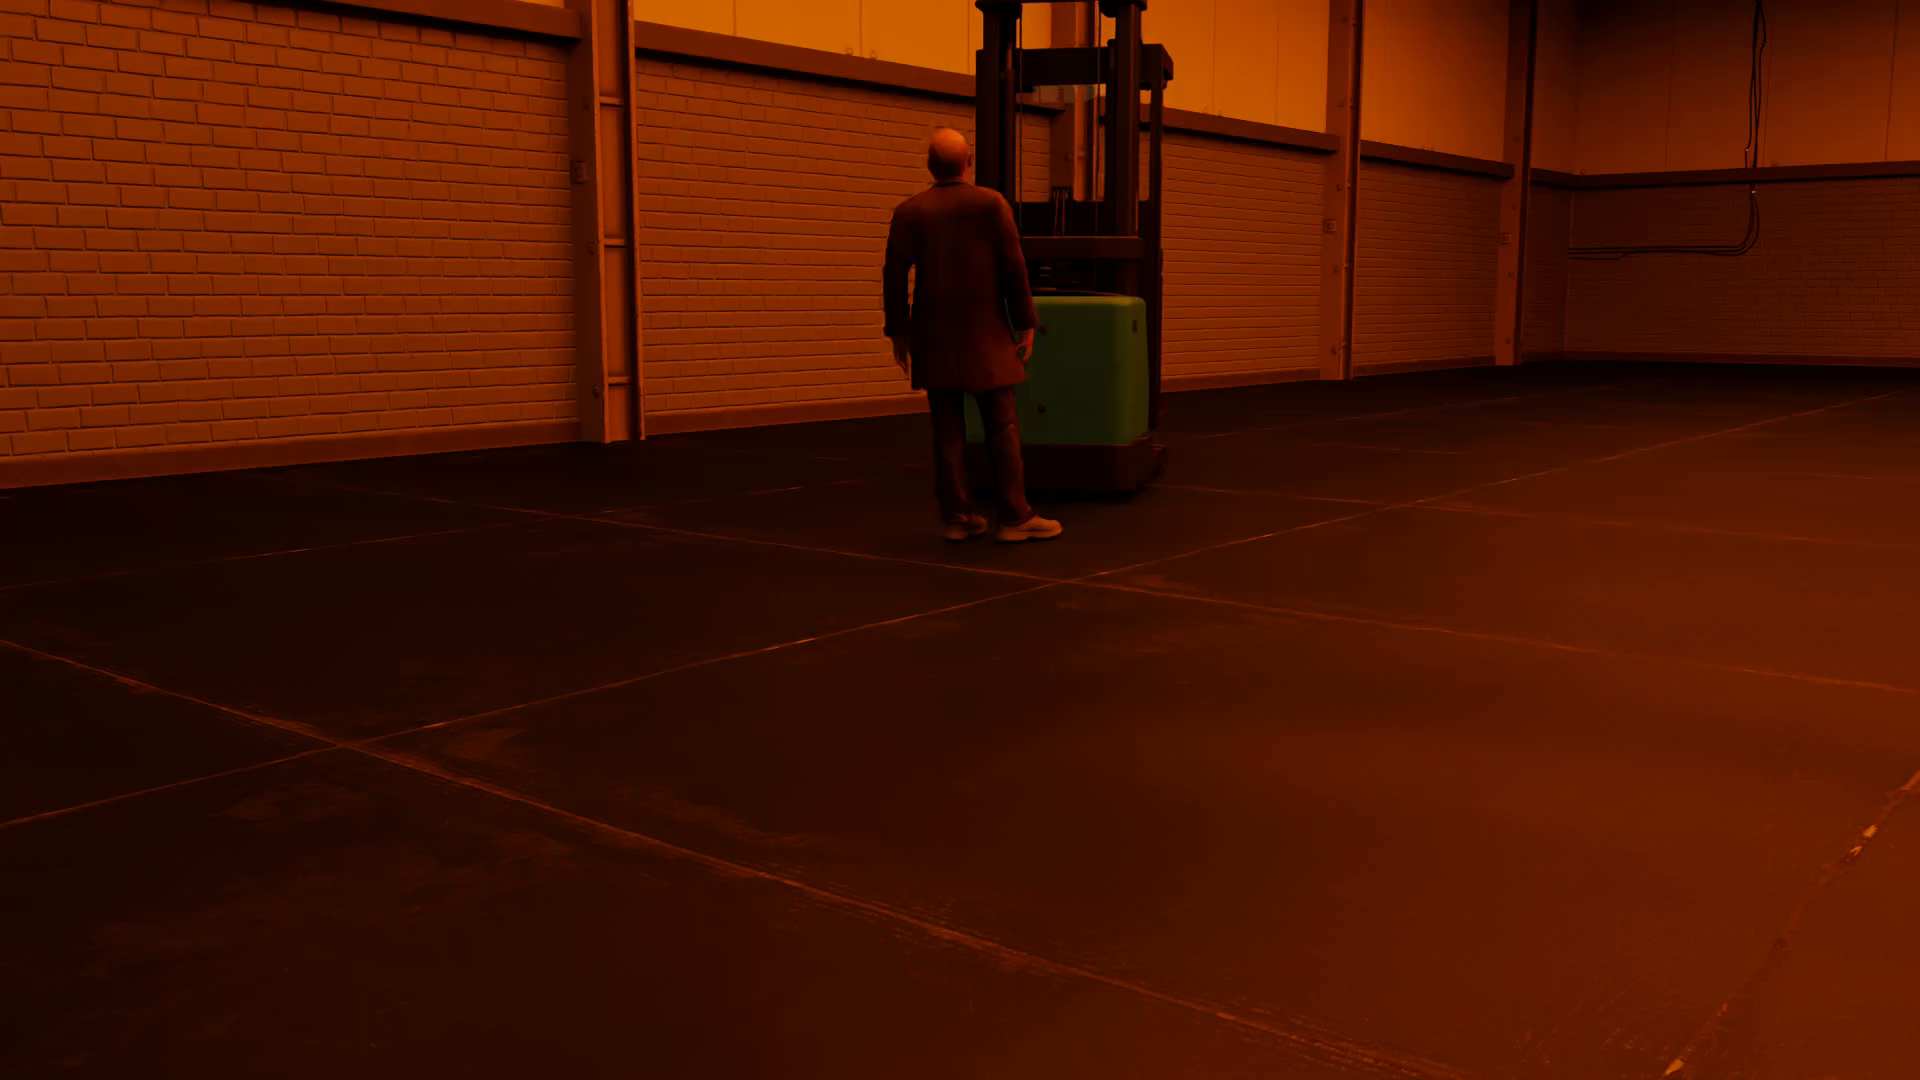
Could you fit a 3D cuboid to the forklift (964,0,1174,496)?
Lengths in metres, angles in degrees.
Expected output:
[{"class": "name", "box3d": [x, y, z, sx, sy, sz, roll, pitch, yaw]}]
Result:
[{"class": "forklift", "box3d": [0.684, -1.860, 9.995, 1.130, 2.935, 3.031, 2, 9, 12]}]

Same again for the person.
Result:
[{"class": "person", "box3d": [0.046, -0.886, 7.305, 0.775, 1.779, 0.465, 2, 9, 12]}]
